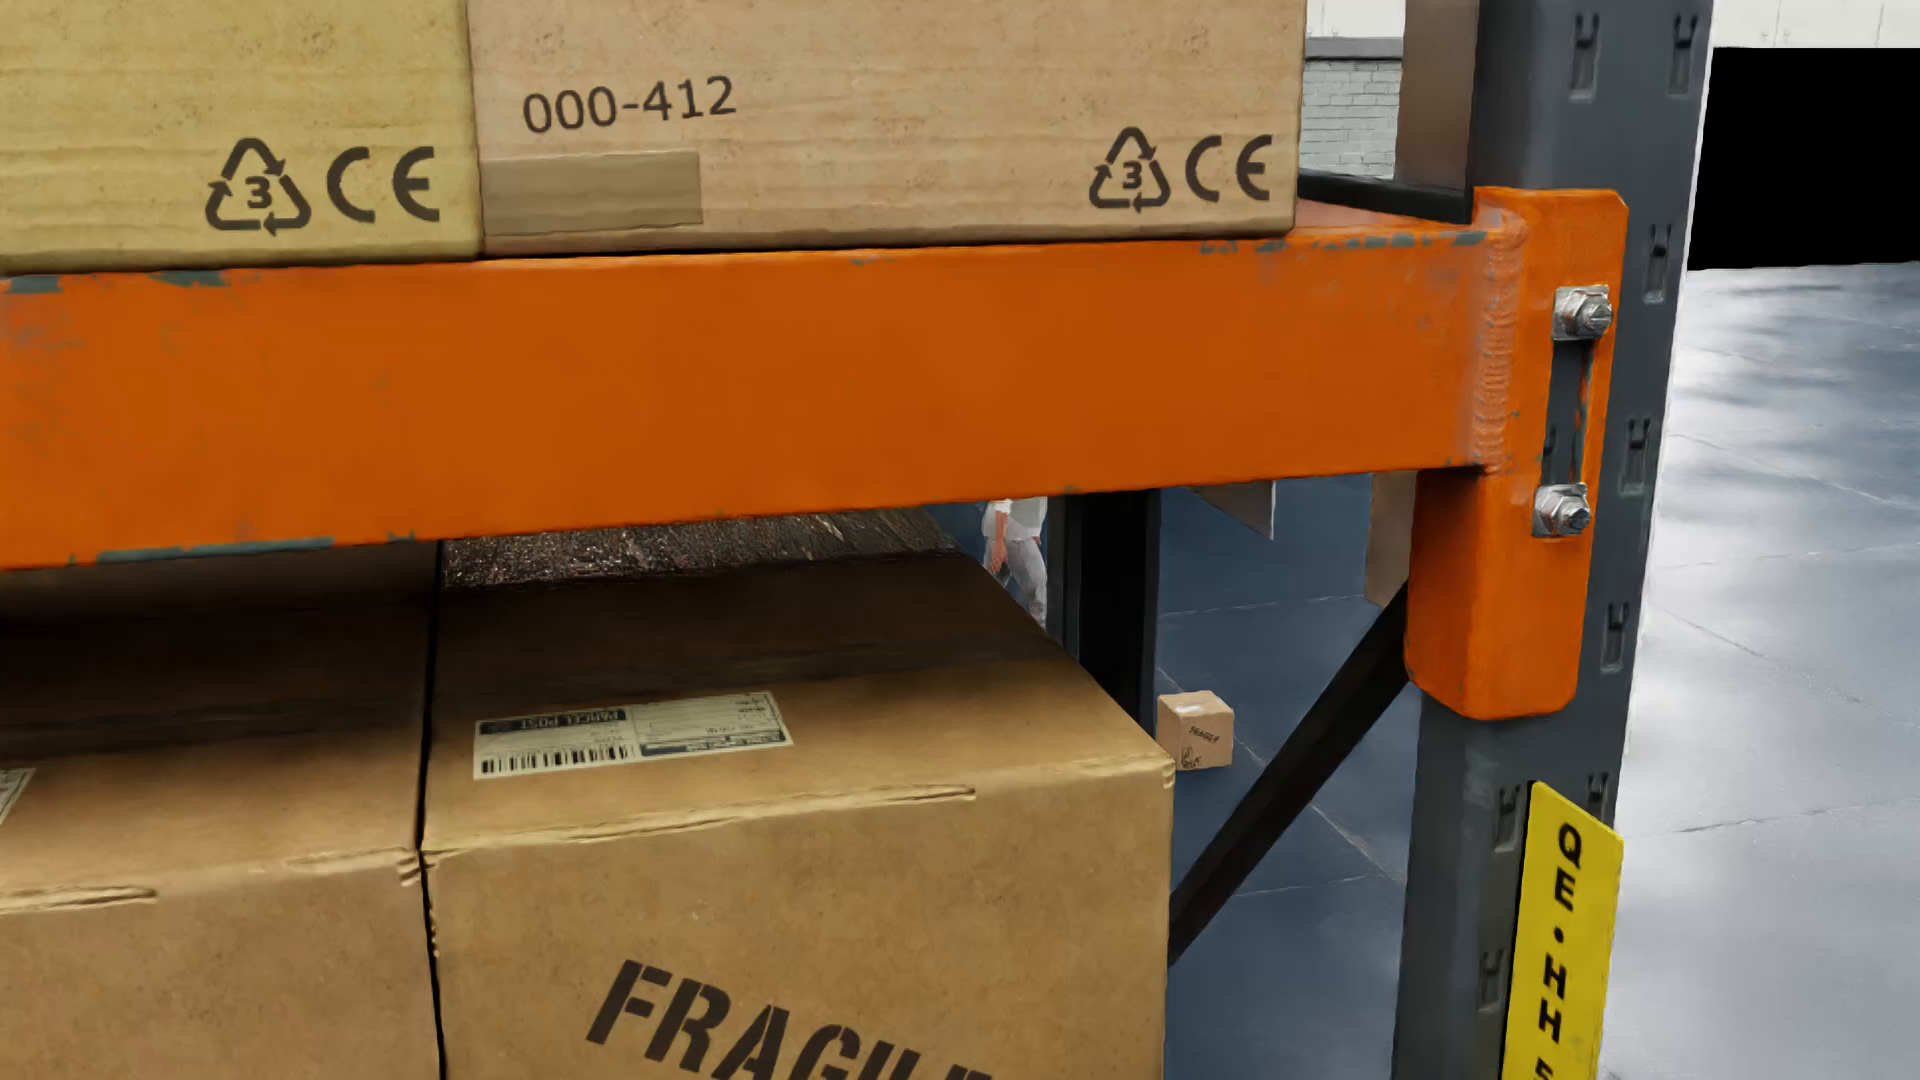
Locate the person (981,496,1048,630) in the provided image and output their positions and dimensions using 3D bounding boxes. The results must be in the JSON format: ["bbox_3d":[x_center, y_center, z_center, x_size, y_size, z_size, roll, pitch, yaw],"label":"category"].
[{"bbox_3d":[0.298,-0.037,7.661,0.819,1.551,0.451,1,16,4],"label":"person"}]
